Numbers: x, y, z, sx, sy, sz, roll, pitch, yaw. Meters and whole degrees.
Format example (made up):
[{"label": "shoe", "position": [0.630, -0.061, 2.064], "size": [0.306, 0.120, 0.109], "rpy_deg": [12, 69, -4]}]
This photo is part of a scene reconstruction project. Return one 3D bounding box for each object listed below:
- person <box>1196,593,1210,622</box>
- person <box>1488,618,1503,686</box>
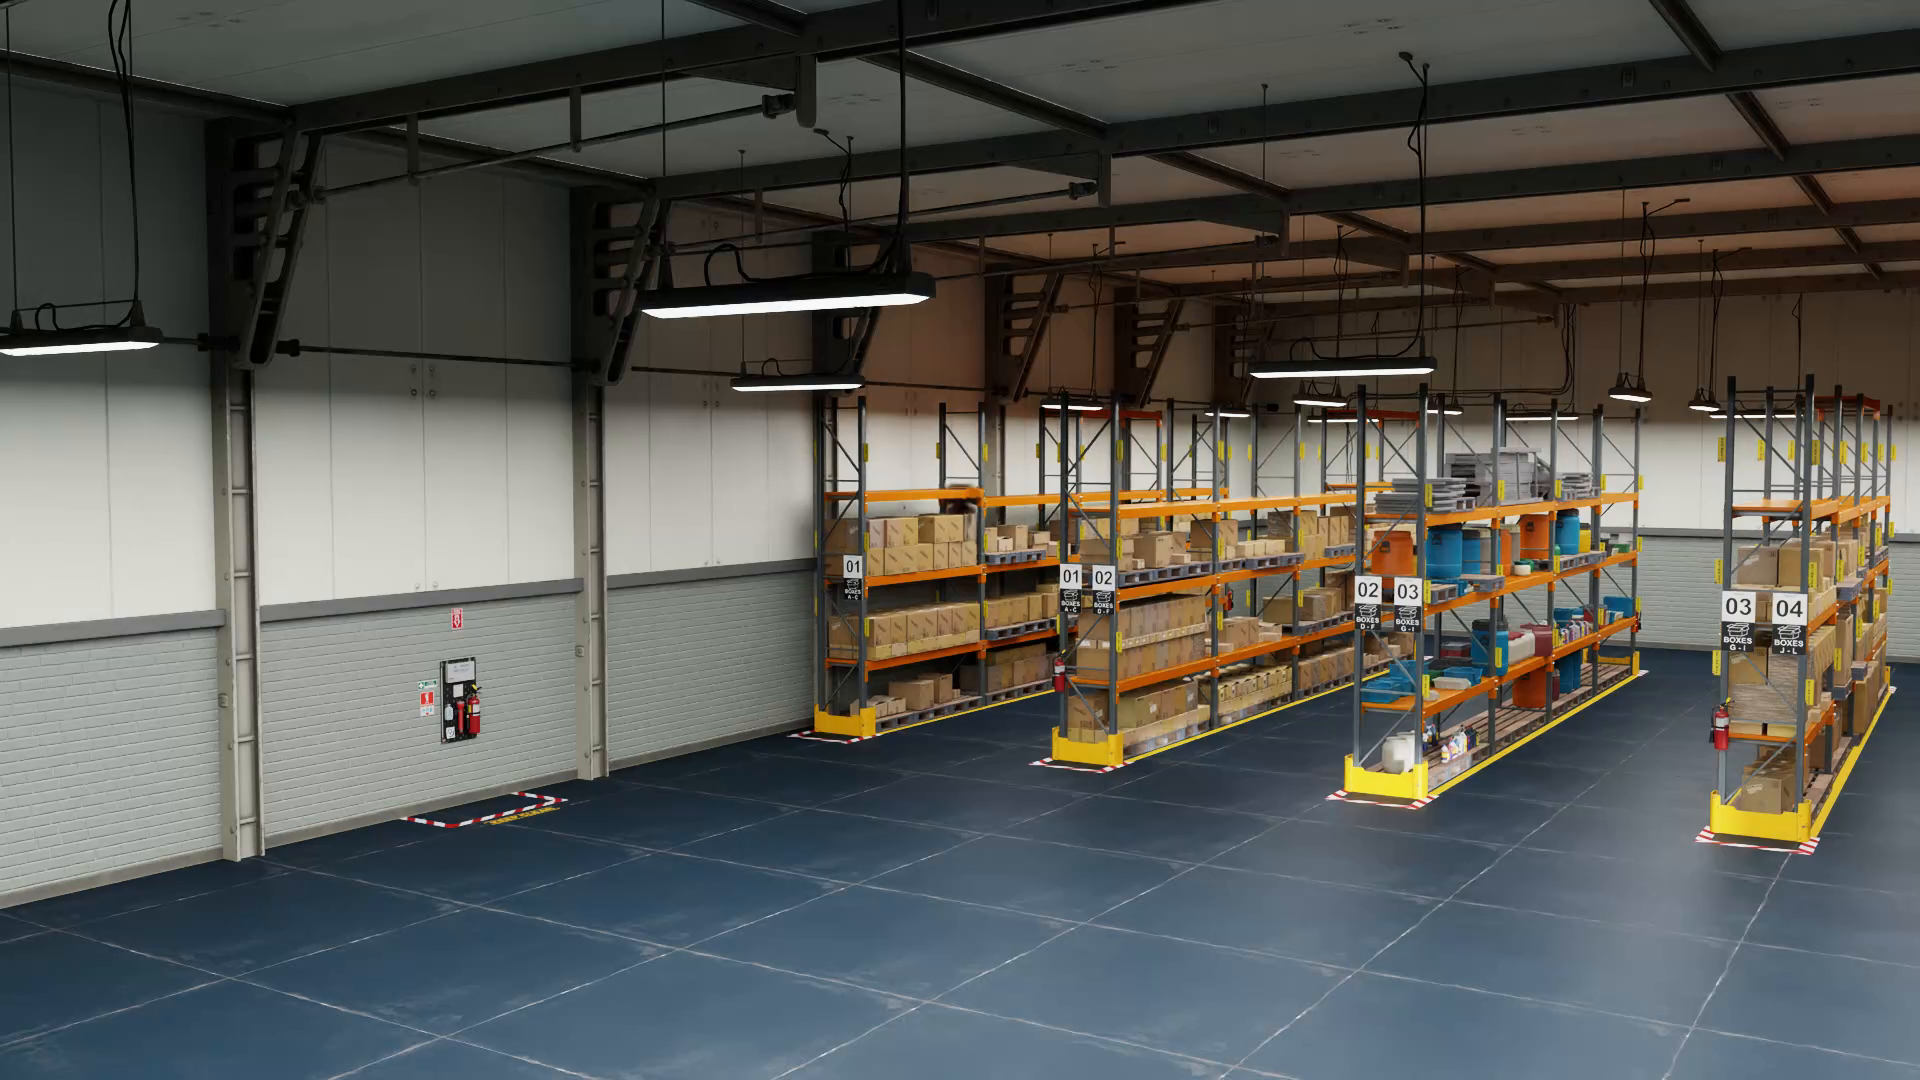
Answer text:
[{"label": "person", "position": [5.500, 2.108, 38.445], "size": [0.610, 1.776, 0.473], "rpy_deg": [-2, 3, -28]}, {"label": "person", "position": [11.156, 2.376, 34.997], "size": [0.444, 1.536, 0.953], "rpy_deg": [2, 4, 36]}]
